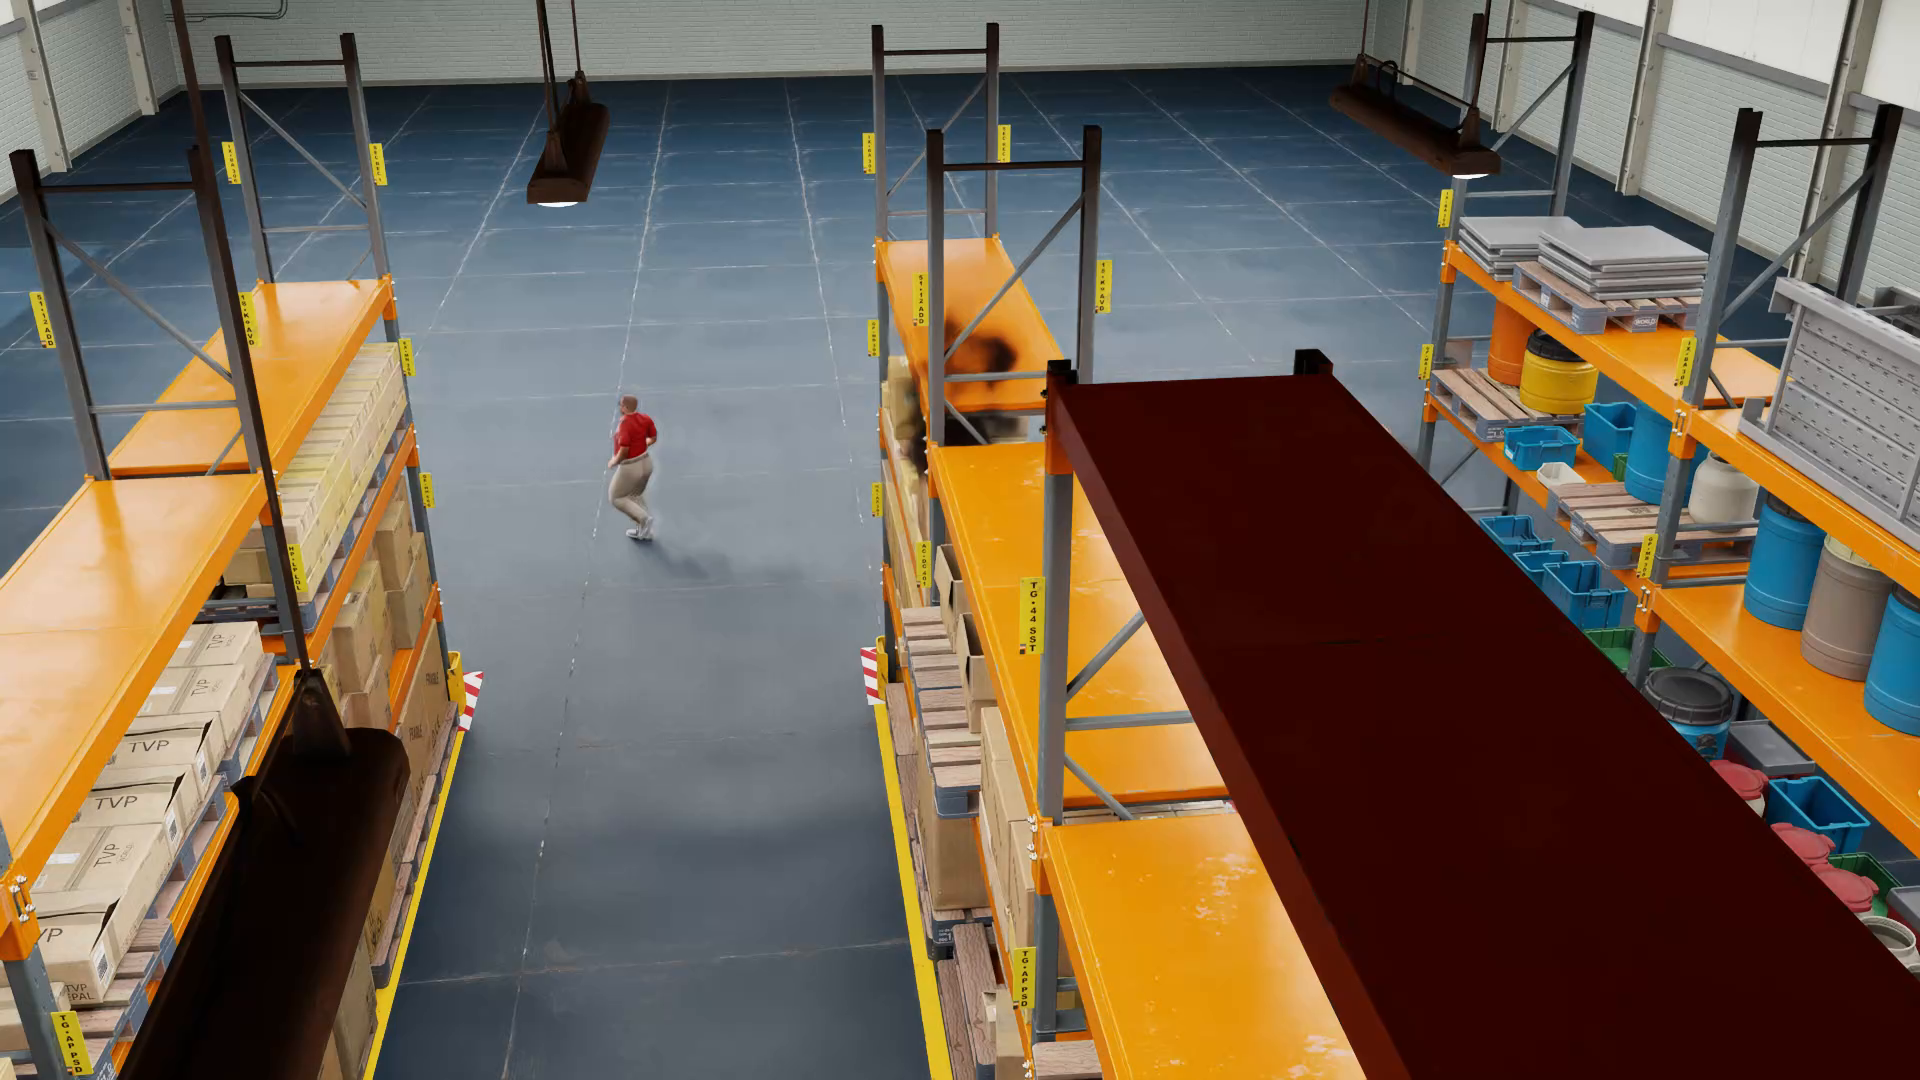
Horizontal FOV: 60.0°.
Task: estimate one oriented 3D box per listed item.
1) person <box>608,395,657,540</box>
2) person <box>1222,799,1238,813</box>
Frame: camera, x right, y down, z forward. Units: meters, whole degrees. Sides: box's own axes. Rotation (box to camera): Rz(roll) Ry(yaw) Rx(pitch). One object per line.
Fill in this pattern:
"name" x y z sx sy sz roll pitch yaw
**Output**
"person" -3.589 -0.797 18.221 0.596 1.679 0.640 14 29 27
"person" 1.946 2.324 11.550 0.607 1.823 0.894 -6 26 -13
